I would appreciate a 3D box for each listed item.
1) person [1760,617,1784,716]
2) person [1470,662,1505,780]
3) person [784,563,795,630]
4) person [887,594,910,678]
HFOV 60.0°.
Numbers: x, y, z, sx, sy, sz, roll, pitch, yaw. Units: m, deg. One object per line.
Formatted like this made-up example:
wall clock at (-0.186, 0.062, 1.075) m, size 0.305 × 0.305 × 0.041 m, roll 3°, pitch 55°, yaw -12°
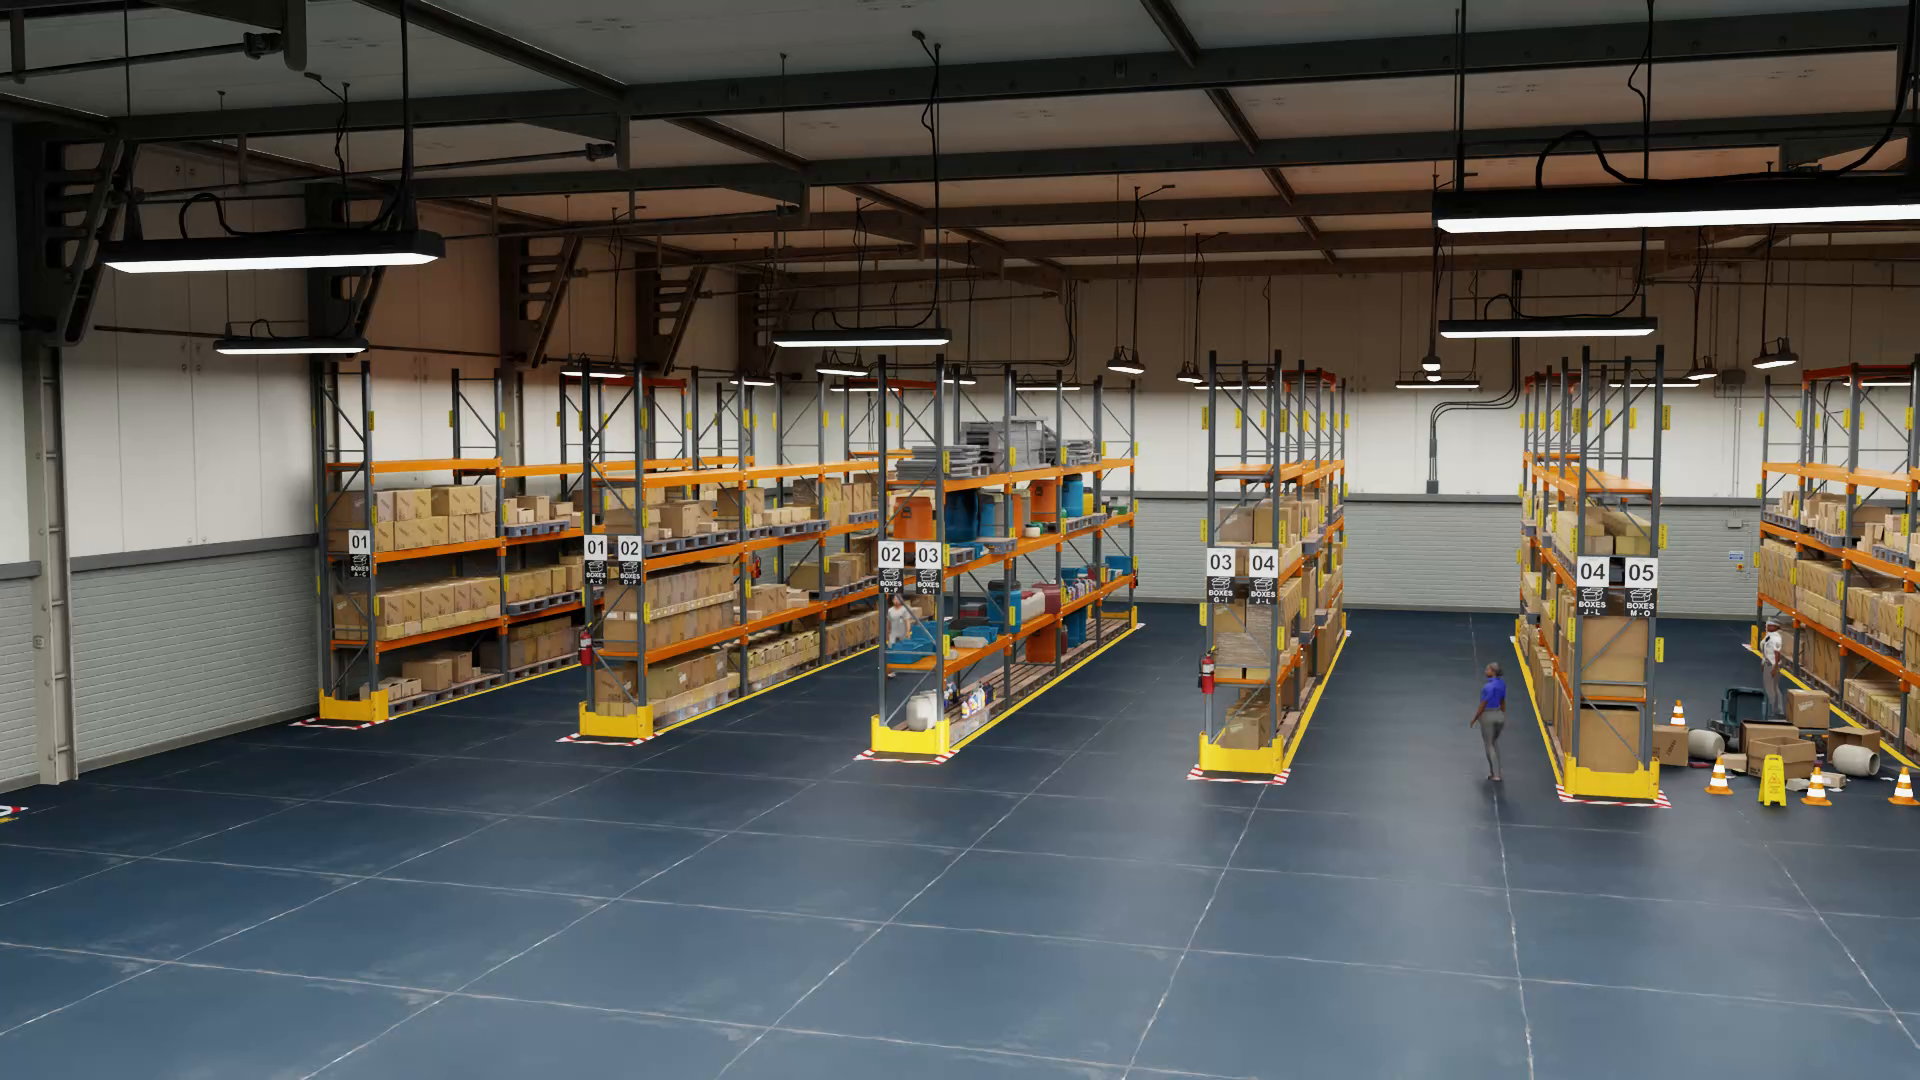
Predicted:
person at (13.808, 2.148, 28.282) m, size 0.417 × 1.694 × 0.483 m, roll 3°, pitch 5°, yaw 34°
person at (7.395, 2.544, 23.191) m, size 0.503 × 1.715 × 0.520 m, roll -2°, pitch 4°, yaw -21°
person at (-3.791, 1.399, 37.954) m, size 0.654 × 1.717 × 1.126 m, roll 1°, pitch 4°, yaw 15°
person at (-1.223, 1.863, 32.657) m, size 0.560 × 1.618 × 1.064 m, roll 1°, pitch 4°, yaw 12°
